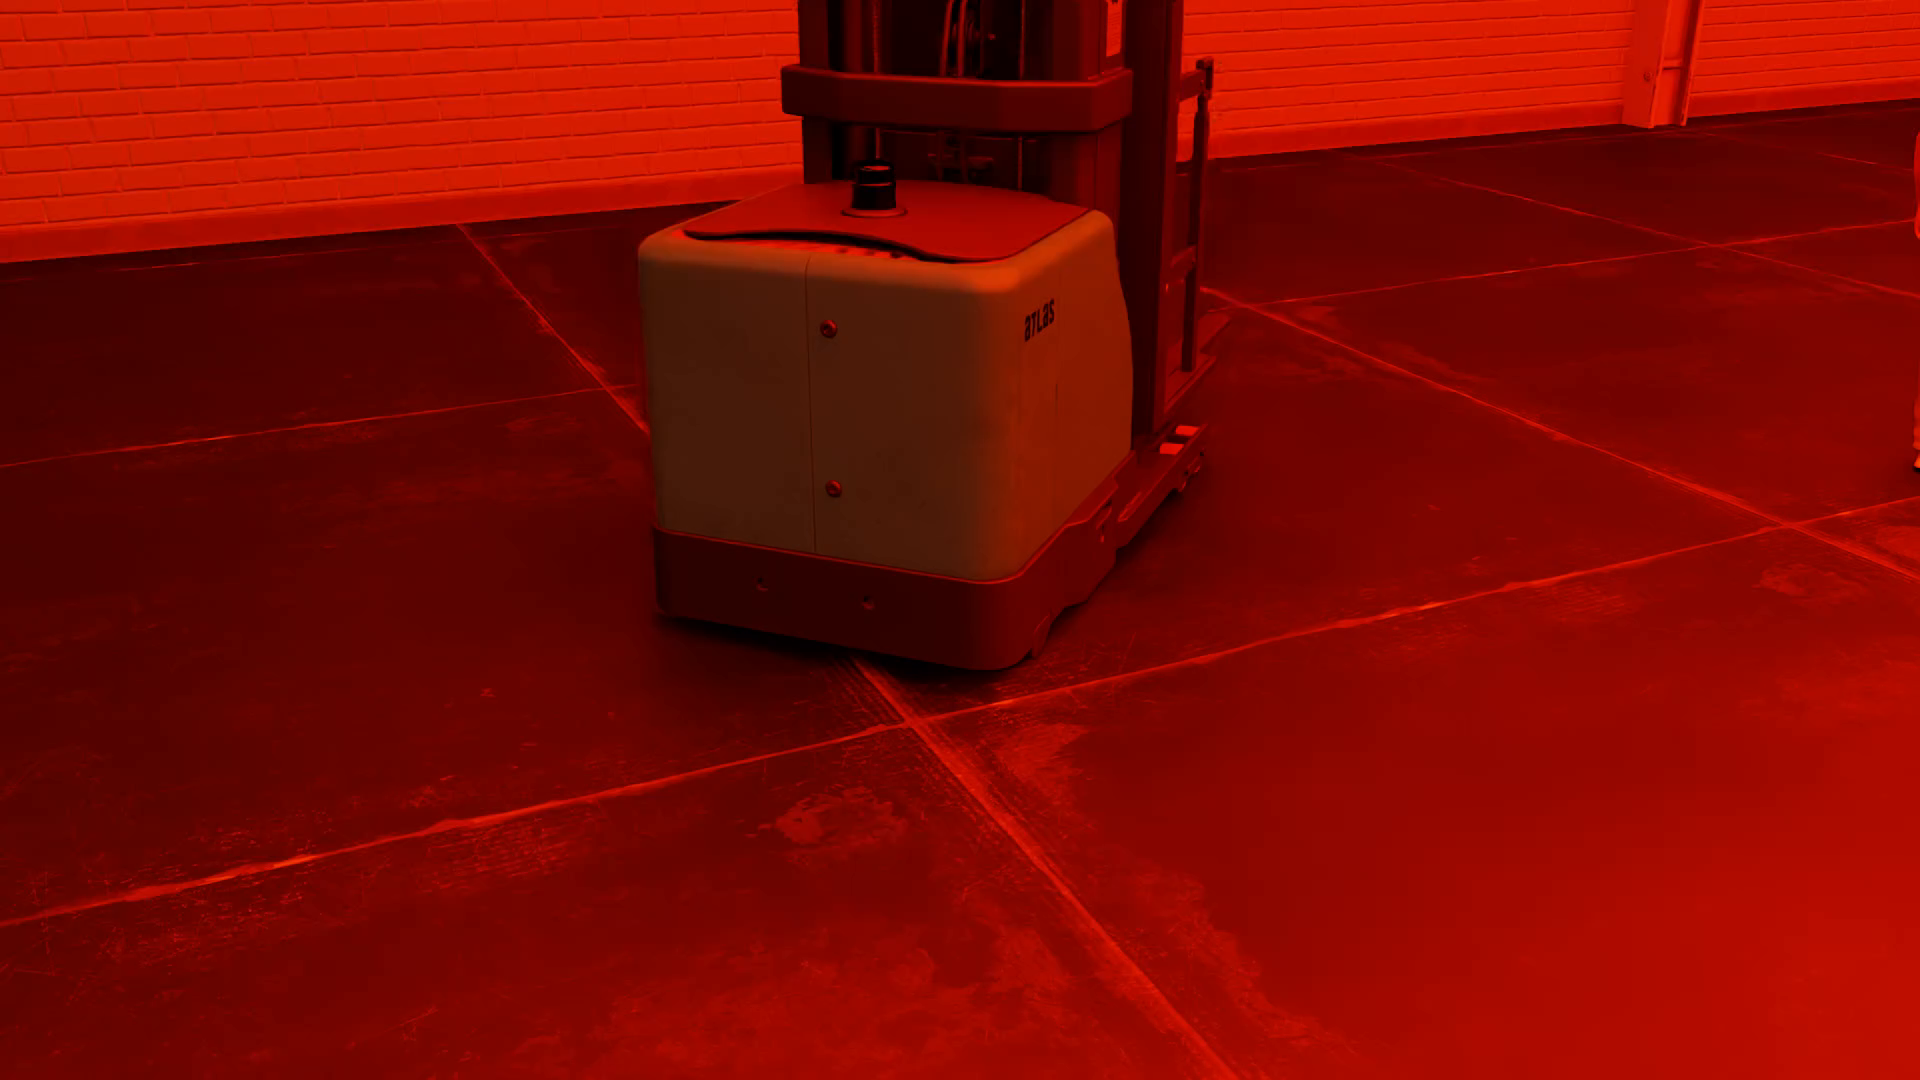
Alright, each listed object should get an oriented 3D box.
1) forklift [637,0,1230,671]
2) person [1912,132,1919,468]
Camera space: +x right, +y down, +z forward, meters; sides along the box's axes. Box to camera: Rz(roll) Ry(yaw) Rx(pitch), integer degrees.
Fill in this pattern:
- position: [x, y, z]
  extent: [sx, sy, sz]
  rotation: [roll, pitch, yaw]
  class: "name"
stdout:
- position: [0.202, -1.563, 5.048]
  extent: [1.130, 2.935, 3.031]
  rotation: [9, 24, 20]
  class: "forklift"
- position: [3.376, -1.025, 5.386]
  extent: [0.549, 1.662, 0.549]
  rotation: [-13, 26, -29]
  class: "person"
